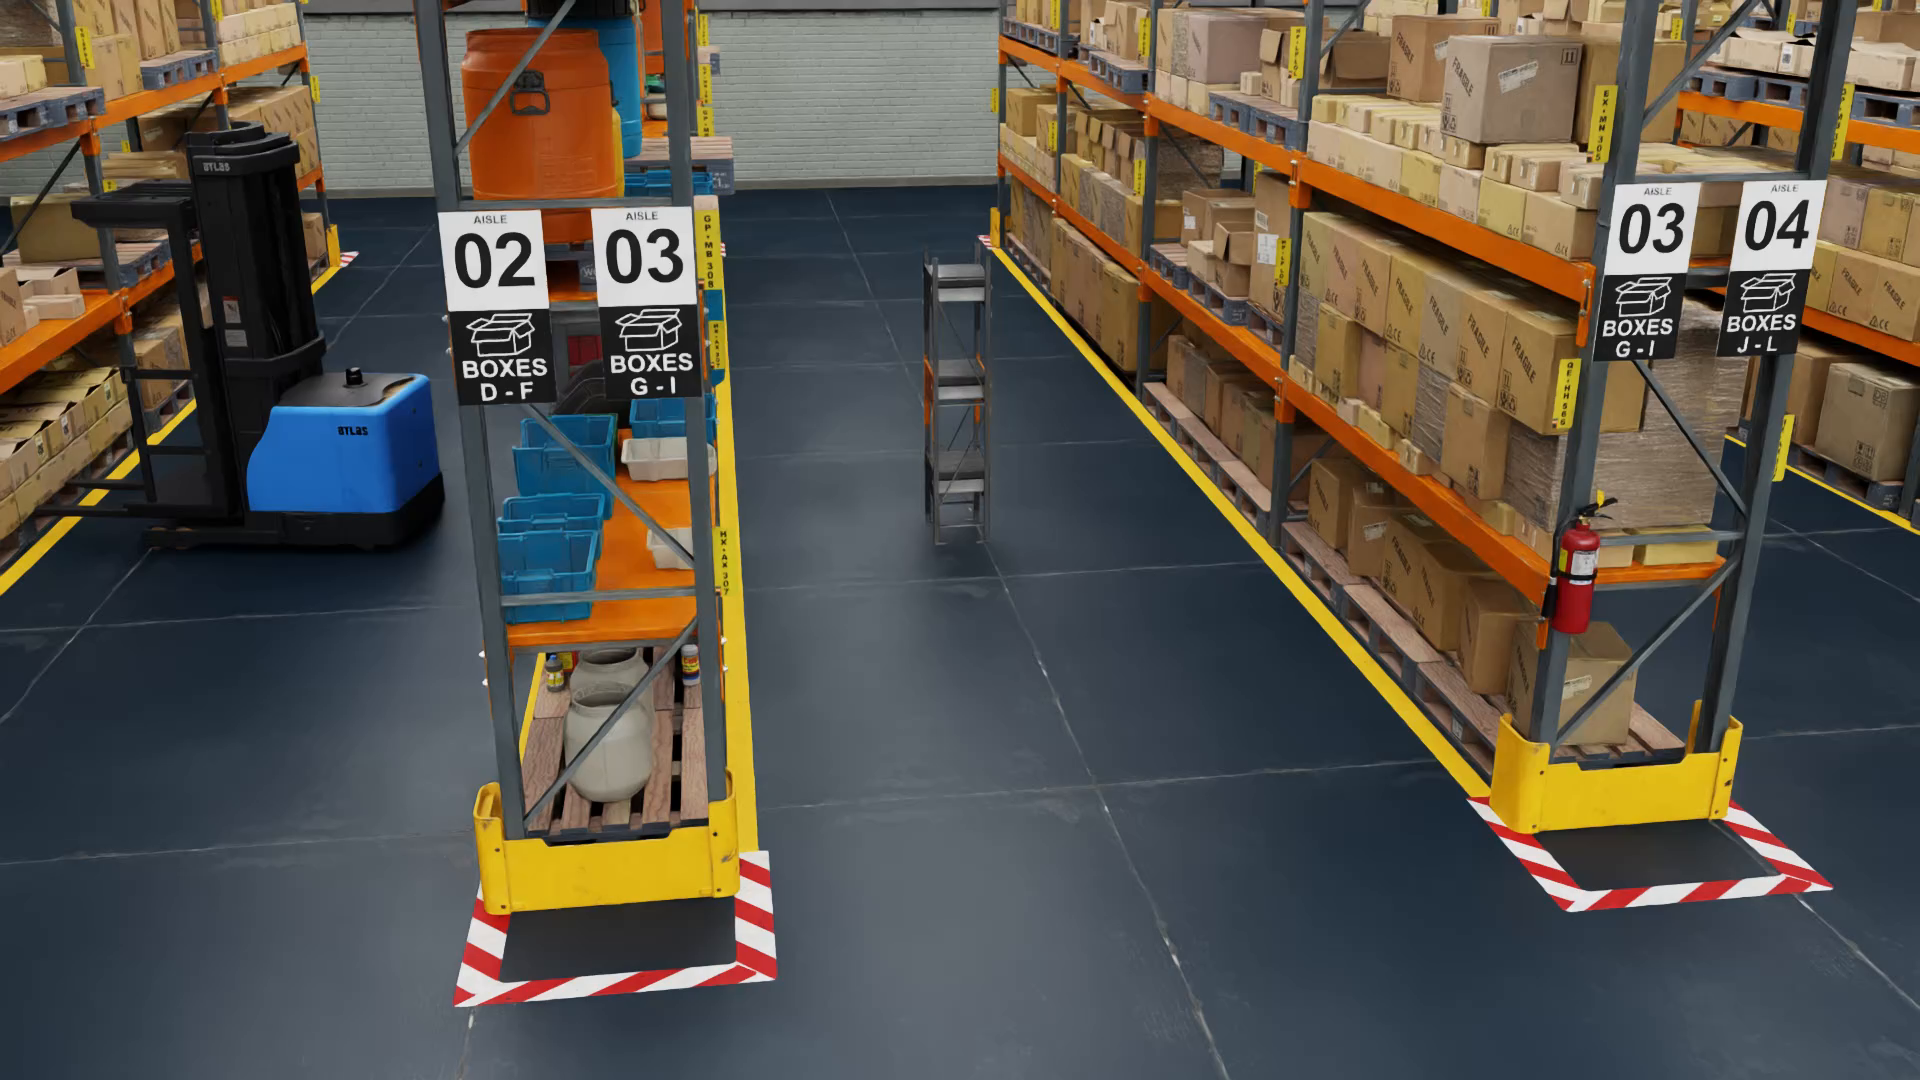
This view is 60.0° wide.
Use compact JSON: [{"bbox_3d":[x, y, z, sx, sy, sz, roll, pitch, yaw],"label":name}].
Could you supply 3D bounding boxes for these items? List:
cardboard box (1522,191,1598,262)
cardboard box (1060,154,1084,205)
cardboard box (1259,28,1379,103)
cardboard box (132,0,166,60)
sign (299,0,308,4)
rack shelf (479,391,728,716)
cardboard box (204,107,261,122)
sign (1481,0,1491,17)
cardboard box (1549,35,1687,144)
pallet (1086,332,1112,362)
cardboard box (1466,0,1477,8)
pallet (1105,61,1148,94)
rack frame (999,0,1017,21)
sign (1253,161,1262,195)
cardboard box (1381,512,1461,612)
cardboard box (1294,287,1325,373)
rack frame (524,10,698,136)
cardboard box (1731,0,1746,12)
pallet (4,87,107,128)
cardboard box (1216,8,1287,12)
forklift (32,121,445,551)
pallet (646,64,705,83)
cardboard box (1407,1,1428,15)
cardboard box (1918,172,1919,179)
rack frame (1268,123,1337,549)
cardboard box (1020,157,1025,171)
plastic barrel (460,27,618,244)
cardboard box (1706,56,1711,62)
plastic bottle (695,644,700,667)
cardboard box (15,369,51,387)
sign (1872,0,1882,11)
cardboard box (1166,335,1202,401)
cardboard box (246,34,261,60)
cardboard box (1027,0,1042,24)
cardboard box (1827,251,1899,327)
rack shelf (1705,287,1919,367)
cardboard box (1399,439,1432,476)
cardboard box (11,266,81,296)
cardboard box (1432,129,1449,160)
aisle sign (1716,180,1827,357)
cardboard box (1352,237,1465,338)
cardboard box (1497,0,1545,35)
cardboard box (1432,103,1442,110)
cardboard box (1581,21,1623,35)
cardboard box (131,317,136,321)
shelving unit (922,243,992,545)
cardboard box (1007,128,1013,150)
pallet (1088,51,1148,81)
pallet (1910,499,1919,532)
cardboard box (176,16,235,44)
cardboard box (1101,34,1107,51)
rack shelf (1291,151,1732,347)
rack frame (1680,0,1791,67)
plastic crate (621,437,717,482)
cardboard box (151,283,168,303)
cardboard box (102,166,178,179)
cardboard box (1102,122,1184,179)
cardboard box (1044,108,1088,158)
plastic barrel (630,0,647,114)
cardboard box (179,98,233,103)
[{"bbox_3d":[3.008,-1.489,7.842,0.500,0.250,0.500,-2,21,-6],"label":"cardboard box"},{"bbox_3d":[1.418,-4.029,18.574,0.500,0.500,0.500,-3,21,-8],"label":"cardboard box"},{"bbox_3d":[2.646,-3.529,12.342,0.797,0.503,0.637,-2,21,-6],"label":"cardboard box"},{"bbox_3d":[-8.086,-4.943,15.991,0.600,0.600,0.600,-3,21,-8],"label":"cardboard box"},{"bbox_3d":[-8.229,-6.882,20.802,0.100,0.325,0.005,-3,21,-8],"label":"sign"},{"bbox_3d":[-1.861,-0.105,9.239,1.077,0.370,4.000,-3,21,-8],"label":"rack shelf"},{"bbox_3d":[-8.069,-4.527,18.478,0.500,0.500,0.500,-4,21,-9],"label":"cardboard box"},{"bbox_3d":[5.986,-5.987,18.932,0.100,0.325,0.005,-3,21,-8],"label":"sign"},{"bbox_3d":[3.382,-2.353,8.659,0.500,0.500,0.500,-3,21,-8],"label":"cardboard box"},{"bbox_3d":[1.964,-2.161,17.701,1.003,0.211,1.213,-3,21,-8],"label":"pallet"},{"bbox_3d":[6.158,-6.311,19.469,0.380,0.149,0.250,-2,21,-6],"label":"cardboard box"},{"bbox_3d":[2.030,-4.306,15.442,1.213,0.211,1.003,-2,21,-5],"label":"pallet"},{"bbox_3d":[1.022,-8.350,21.710,1.000,3.000,0.127,-3,21,-8],"label":"rack frame"},{"bbox_3d":[2.711,-3.305,15.237,0.100,0.325,0.005,-3,21,-8],"label":"sign"},{"bbox_3d":[3.027,0.139,10.529,0.500,0.500,0.500,-5,21,-13],"label":"cardboard box"},{"bbox_3d":[2.756,-1.412,11.141,0.875,0.500,0.500,-3,21,-8],"label":"cardboard box"},{"bbox_3d":[-2.149,-3.945,9.917,1.000,3.000,0.127,-3,21,-8],"label":"rack frame"},{"bbox_3d":[10.983,-7.466,23.104,0.500,0.250,0.500,-5,21,-13],"label":"cardboard box"},{"bbox_3d":[-7.442,-3.357,12.901,1.213,0.211,1.003,-2,21,-5],"label":"pallet"},{"bbox_3d":[2.492,-4.303,14.306,0.500,0.500,0.500,-2,21,-6],"label":"cardboard box"},{"bbox_3d":[-5.501,-1.480,11.990,3.031,2.935,1.130,1,21,3],"label":"forklift"},{"bbox_3d":[-2.739,-4.106,14.906,1.003,0.211,1.213,-3,21,-8],"label":"pallet"},{"bbox_3d":[5.963,-6.627,20.886,0.500,0.250,0.500,-4,21,-10],"label":"cardboard box"},{"bbox_3d":[11.342,-4.061,19.016,0.500,0.250,0.500,-3,21,-8],"label":"cardboard box"},{"bbox_3d":[2.752,-1.384,11.636,1.000,3.000,0.127,-3,21,-8],"label":"rack frame"},{"bbox_3d":[0.970,-4.750,21.005,0.380,0.149,0.250,-3,21,-9],"label":"cardboard box"},{"bbox_3d":[-1.768,-1.715,7.019,0.600,0.830,0.708,-3,21,-8],"label":"plastic barrel"},{"bbox_3d":[6.988,-4.392,15.017,0.380,0.149,0.250,-4,21,-10],"label":"cardboard box"},{"bbox_3d":[-1.540,0.594,9.592,0.061,0.283,0.133,-3,21,-7],"label":"plastic bottle"},{"bbox_3d":[-7.843,-1.246,13.794,0.500,0.311,0.500,-2,21,-6],"label":"cardboard box"},{"bbox_3d":[10.856,-6.310,19.685,0.100,0.325,0.005,-3,21,-8],"label":"sign"},{"bbox_3d":[2.292,-1.574,15.086,0.700,0.500,0.500,-4,21,-11],"label":"cardboard box"},{"bbox_3d":[-8.169,-5.518,18.631,0.500,0.250,0.500,-3,21,-8],"label":"cardboard box"},{"bbox_3d":[1.234,-6.680,20.641,0.700,0.500,0.500,-4,21,-11],"label":"cardboard box"},{"bbox_3d":[7.262,-1.989,13.110,0.500,0.500,0.500,-3,21,-8],"label":"cardboard box"},{"bbox_3d":[7.386,-1.955,14.192,1.077,0.370,4.000,-3,21,-8],"label":"rack shelf"},{"bbox_3d":[2.763,-0.484,9.584,0.380,0.149,0.250,-3,21,-8],"label":"cardboard box"},{"bbox_3d":[-7.619,-2.101,13.682,0.500,0.311,0.500,-2,21,-4],"label":"cardboard box"},{"bbox_3d":[2.806,-2.150,9.042,0.380,0.149,0.250,-4,21,-11],"label":"cardboard box"},{"bbox_3d":[3.634,-1.211,7.456,0.394,0.787,0.004,-3,21,-8],"label":"aisle sign"},{"bbox_3d":[2.710,-1.524,10.013,0.500,0.500,0.500,-3,21,-8],"label":"cardboard box"},{"bbox_3d":[6.467,-5.882,18.646,0.700,0.500,0.500,-3,21,-8],"label":"cardboard box"},{"bbox_3d":[3.155,-2.629,10.324,0.380,0.149,0.250,-4,21,-10],"label":"cardboard box"},{"bbox_3d":[6.611,-4.967,16.799,0.500,0.500,0.500,-3,21,-8],"label":"cardboard box"},{"bbox_3d":[-8.069,-1.797,15.685,0.500,0.500,0.500,-4,21,-10],"label":"cardboard box"},{"bbox_3d":[-0.024,-1.041,12.002,0.431,2.100,0.503,-3,21,-8],"label":"shelving unit"},{"bbox_3d":[0.906,-5.249,21.772,0.500,0.250,0.500,-3,21,-8],"label":"cardboard box"},{"bbox_3d":[1.866,-4.693,16.478,1.003,0.211,1.213,-2,21,-5],"label":"pallet"},{"bbox_3d":[7.707,-0.026,11.984,1.003,0.211,1.213,-3,21,-8],"label":"pallet"},{"bbox_3d":[-8.029,-5.406,17.616,0.500,0.250,0.500,-3,21,-8],"label":"cardboard box"},{"bbox_3d":[1.665,-5.115,17.097,0.380,0.149,0.250,-4,21,-10],"label":"cardboard box"},{"bbox_3d":[3.040,-1.760,9.383,1.077,0.370,4.000,-3,21,-8],"label":"rack shelf"},{"bbox_3d":[7.098,-5.795,14.870,1.000,3.000,0.127,-3,21,-8],"label":"rack frame"},{"bbox_3d":[-1.665,-0.462,9.542,0.530,0.136,0.437,-3,21,-8],"label":"plastic crate"},{"bbox_3d":[-8.232,-2.516,16.538,0.500,0.250,0.500,-3,21,-8],"label":"cardboard box"},{"bbox_3d":[-7.889,-3.291,15.997,0.700,0.500,0.500,-8,22,-21],"label":"cardboard box"},{"bbox_3d":[1.892,-3.998,17.056,0.797,0.503,0.637,-2,21,-6],"label":"cardboard box"},{"bbox_3d":[1.268,-4.720,19.285,0.500,0.500,0.500,-2,21,-6],"label":"cardboard box"},{"bbox_3d":[-2.822,-3.864,13.272,0.600,0.901,0.600,0,20,0],"label":"plastic barrel"},{"bbox_3d":[-8.754,-4.859,19.367,0.500,0.500,0.500,-3,21,-8],"label":"cardboard box"}]
